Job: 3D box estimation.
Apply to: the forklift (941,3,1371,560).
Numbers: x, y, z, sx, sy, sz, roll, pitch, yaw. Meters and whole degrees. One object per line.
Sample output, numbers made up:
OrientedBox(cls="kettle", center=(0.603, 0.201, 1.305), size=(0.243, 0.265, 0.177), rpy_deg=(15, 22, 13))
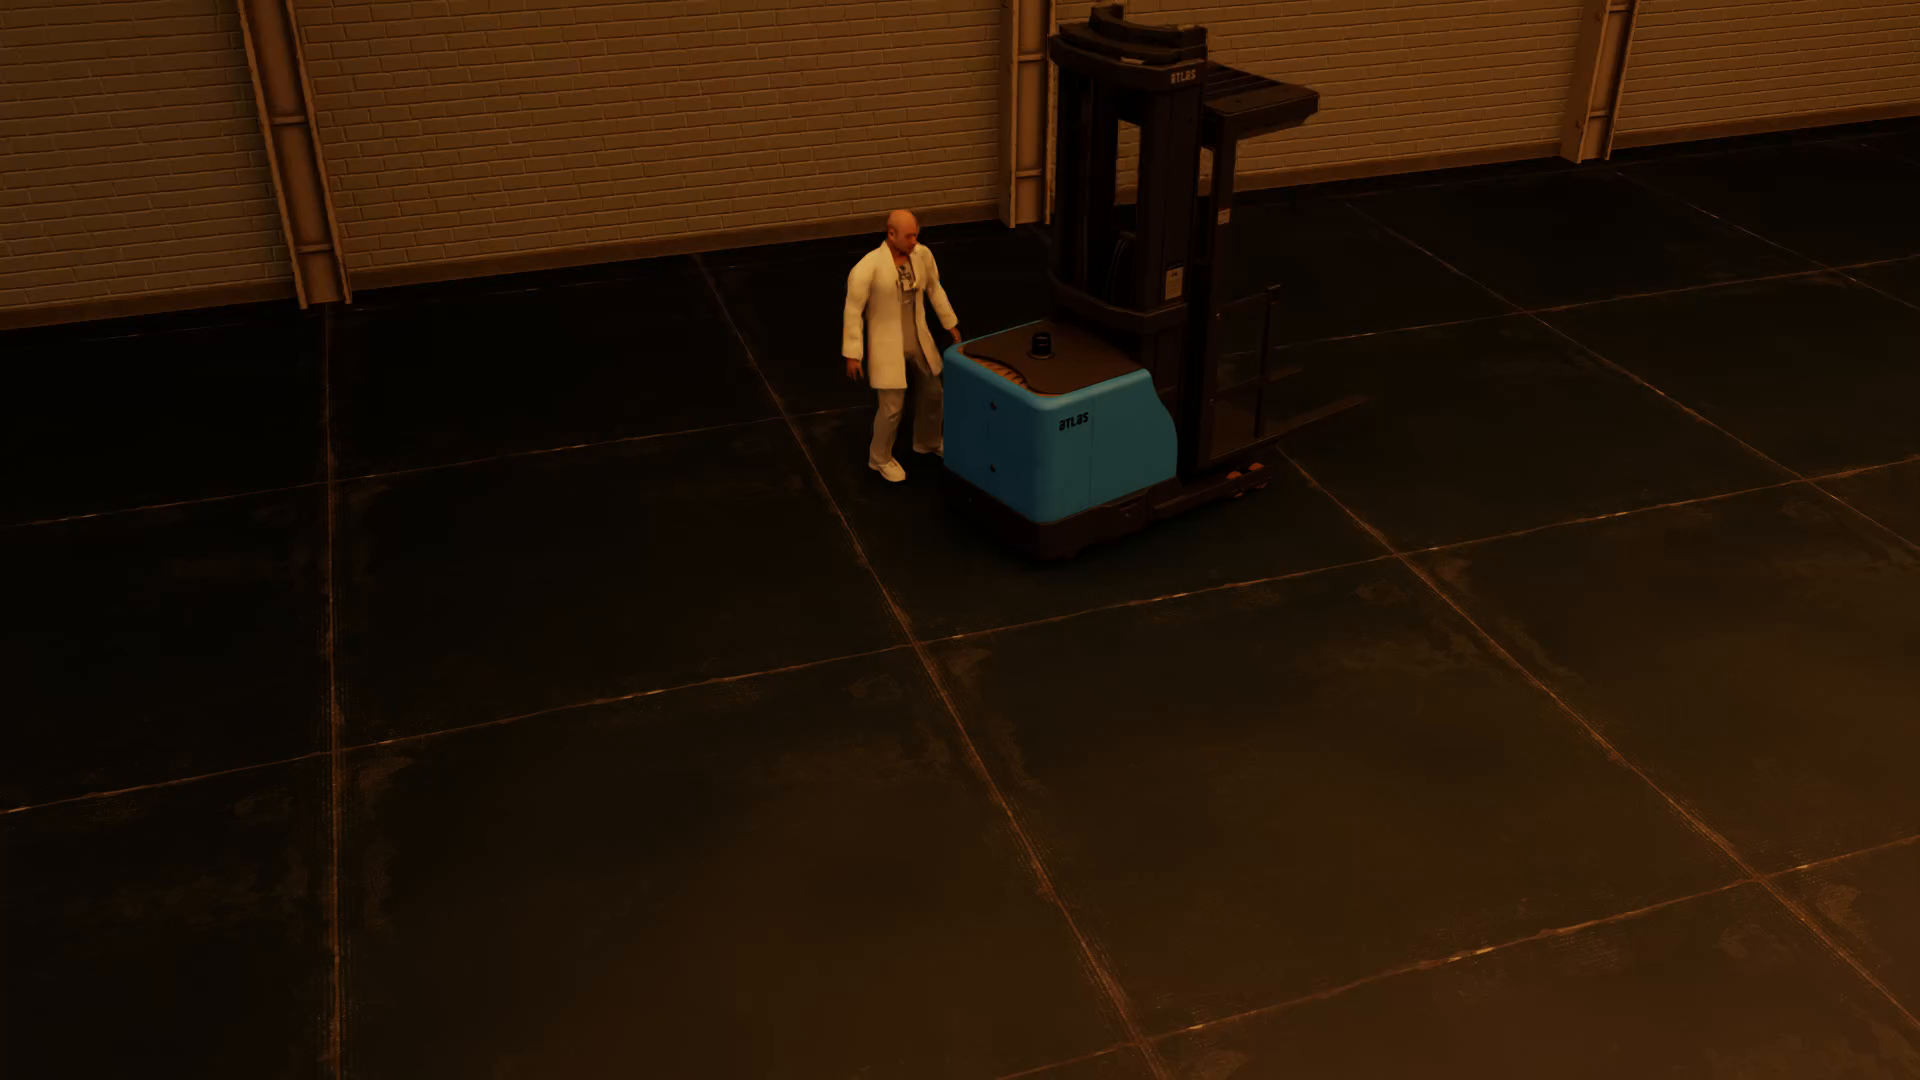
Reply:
OrientedBox(cls="forklift", center=(1.368, -1.727, 10.089), size=(3.031, 2.935, 1.130), rpy_deg=(-20, 36, -31))

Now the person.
OrientedBox(cls="person", center=(-0.360, -1.227, 10.403), size=(0.824, 1.754, 0.392), rpy_deg=(-21, 36, -32))
